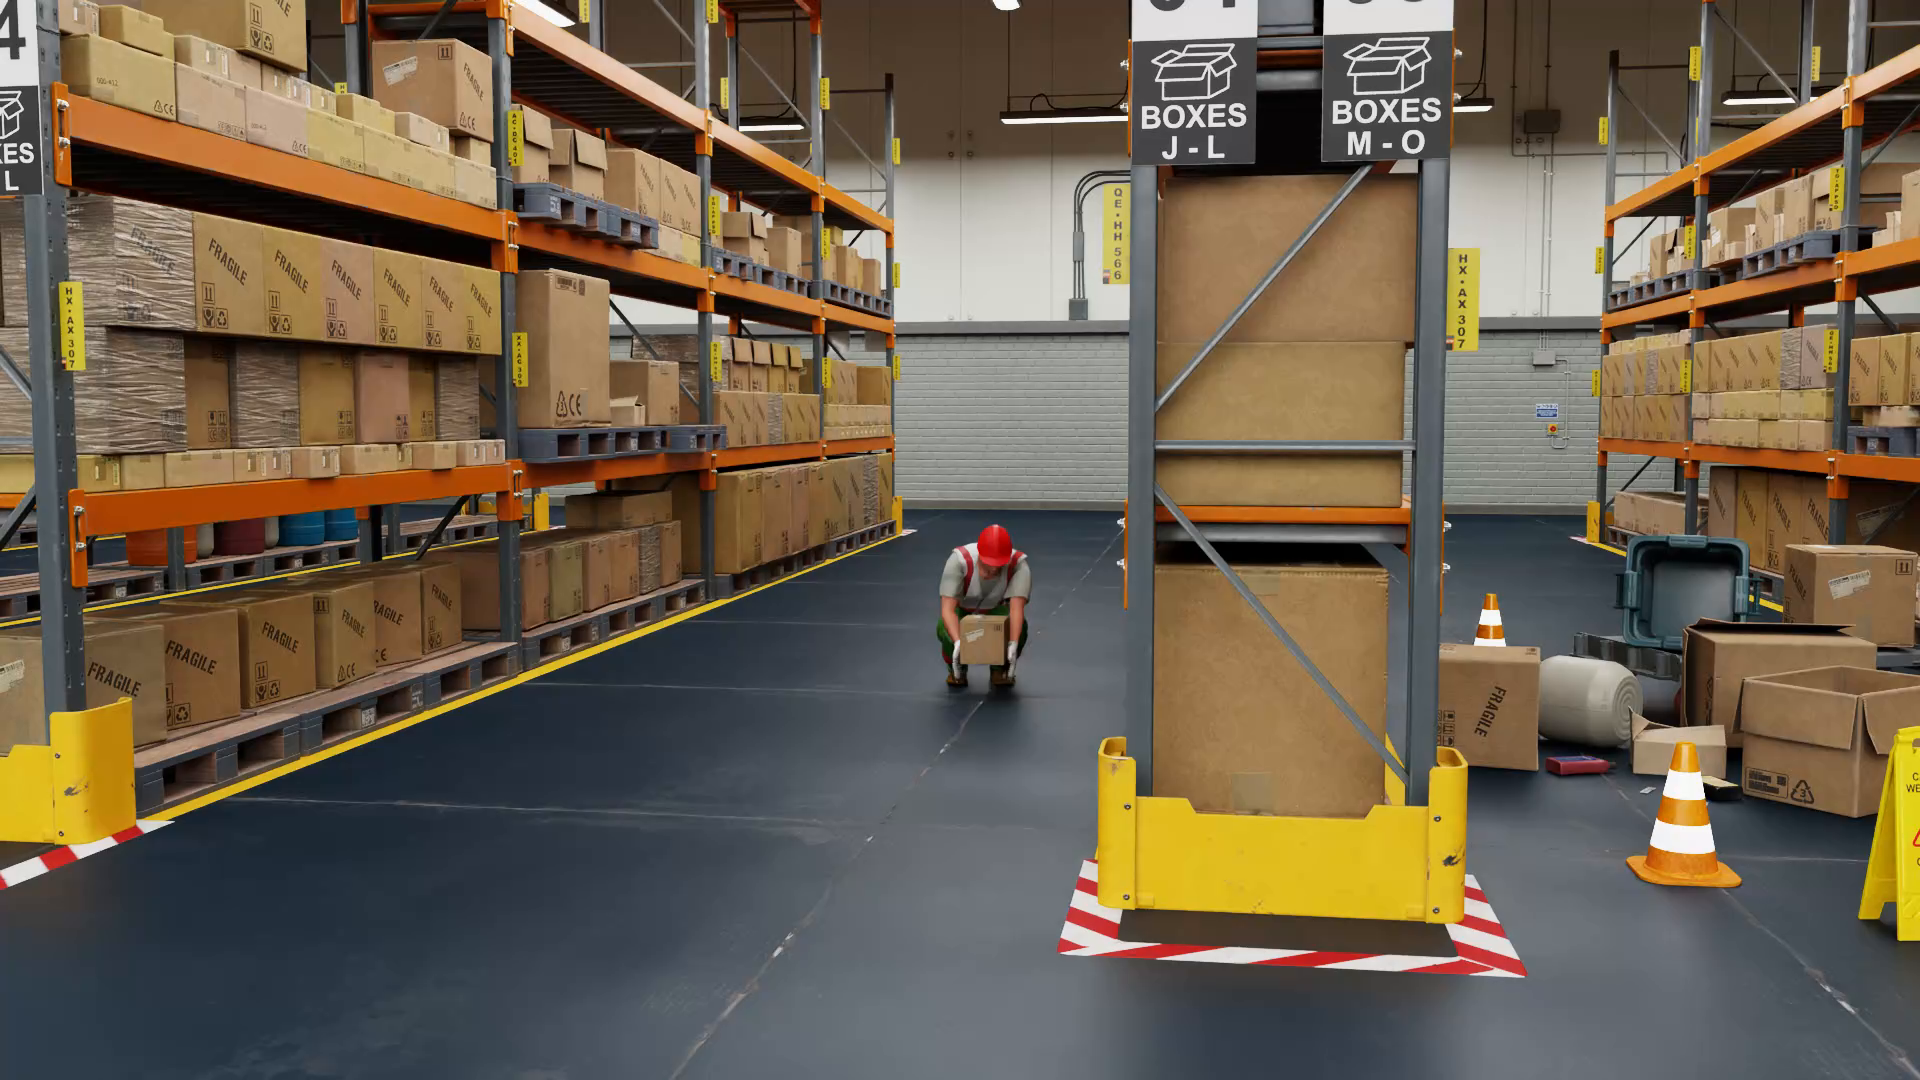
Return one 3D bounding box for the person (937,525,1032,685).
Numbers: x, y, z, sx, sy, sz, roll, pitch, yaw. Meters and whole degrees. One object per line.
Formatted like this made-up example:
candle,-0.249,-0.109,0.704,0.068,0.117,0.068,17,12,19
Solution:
person,0.140,0.385,9.755,0.551,0.980,0.923,0,4,-4
